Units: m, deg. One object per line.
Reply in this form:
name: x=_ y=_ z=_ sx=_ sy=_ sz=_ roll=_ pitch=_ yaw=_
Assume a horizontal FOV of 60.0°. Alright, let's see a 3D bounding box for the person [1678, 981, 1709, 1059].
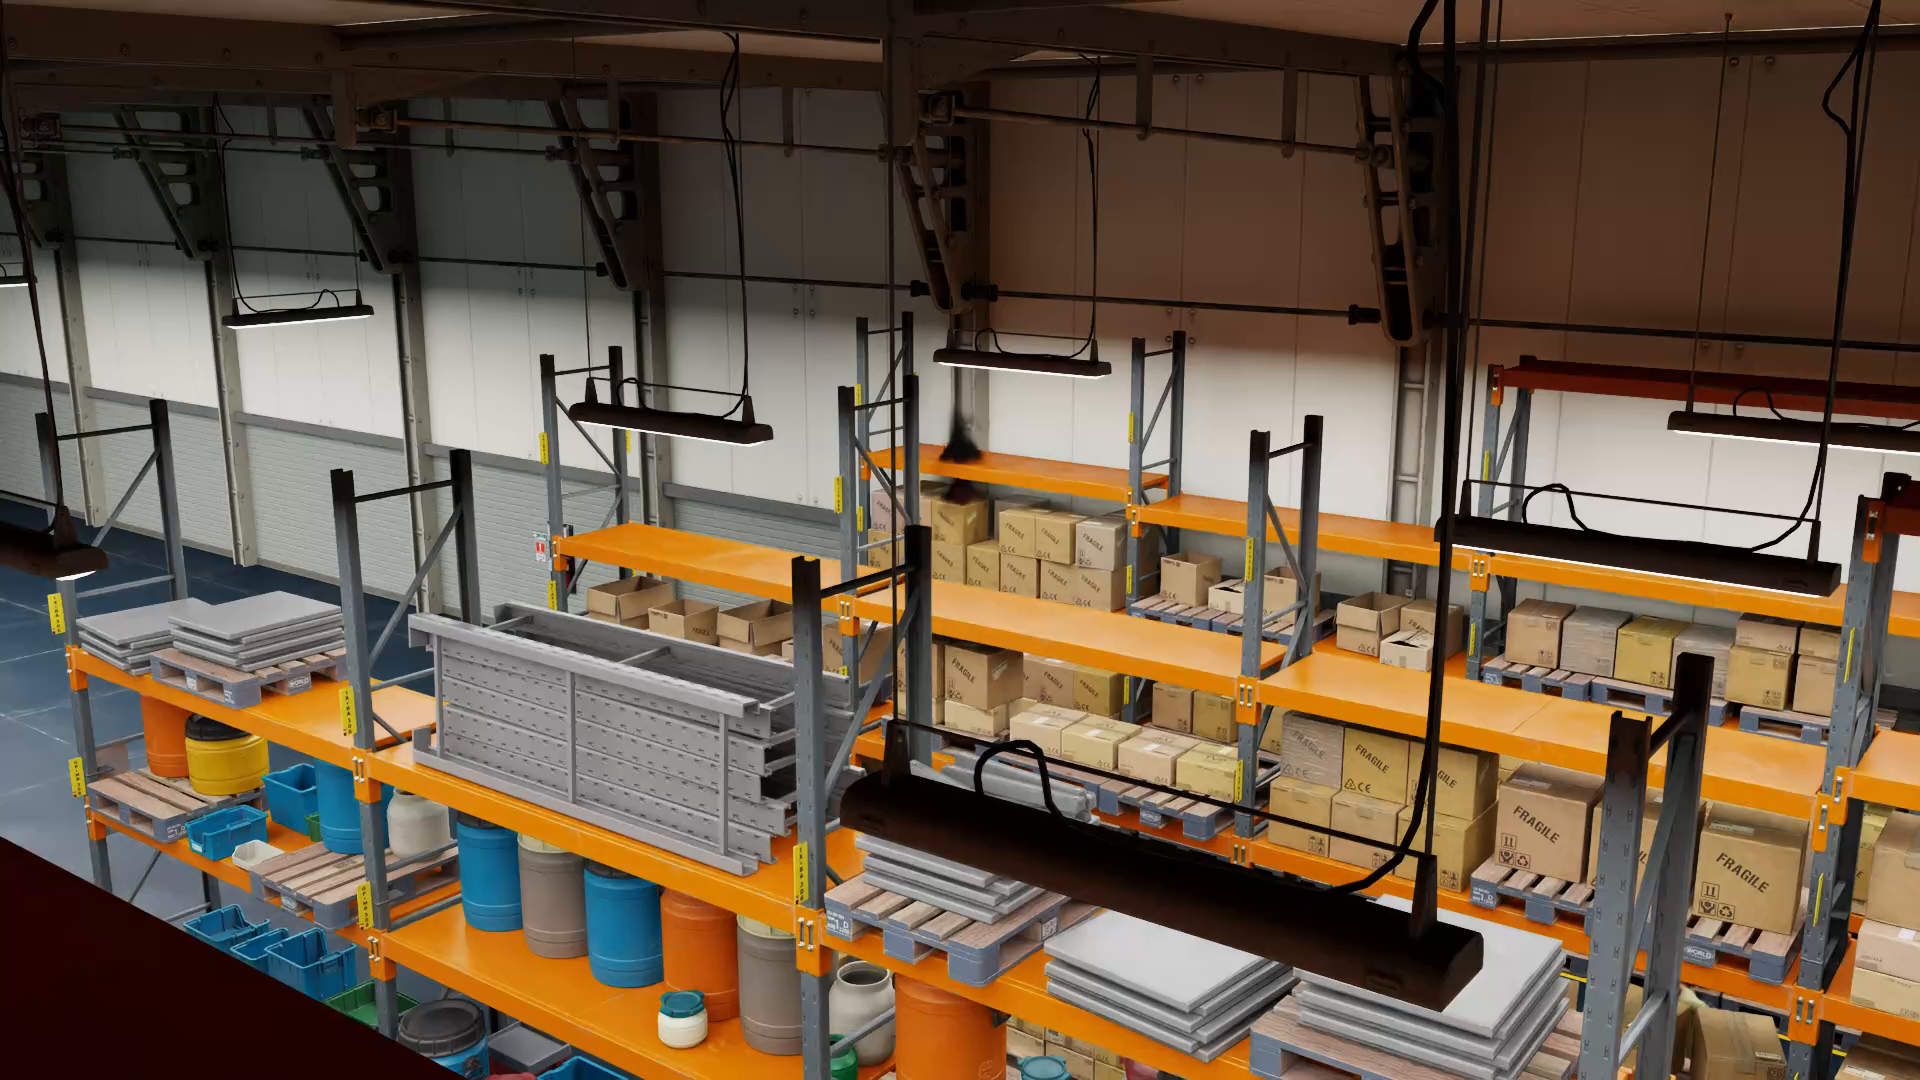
person: x=5.992 y=4.194 z=13.554 sx=0.939 sy=1.642 sz=0.578 roll=5 pitch=14 yaw=21
